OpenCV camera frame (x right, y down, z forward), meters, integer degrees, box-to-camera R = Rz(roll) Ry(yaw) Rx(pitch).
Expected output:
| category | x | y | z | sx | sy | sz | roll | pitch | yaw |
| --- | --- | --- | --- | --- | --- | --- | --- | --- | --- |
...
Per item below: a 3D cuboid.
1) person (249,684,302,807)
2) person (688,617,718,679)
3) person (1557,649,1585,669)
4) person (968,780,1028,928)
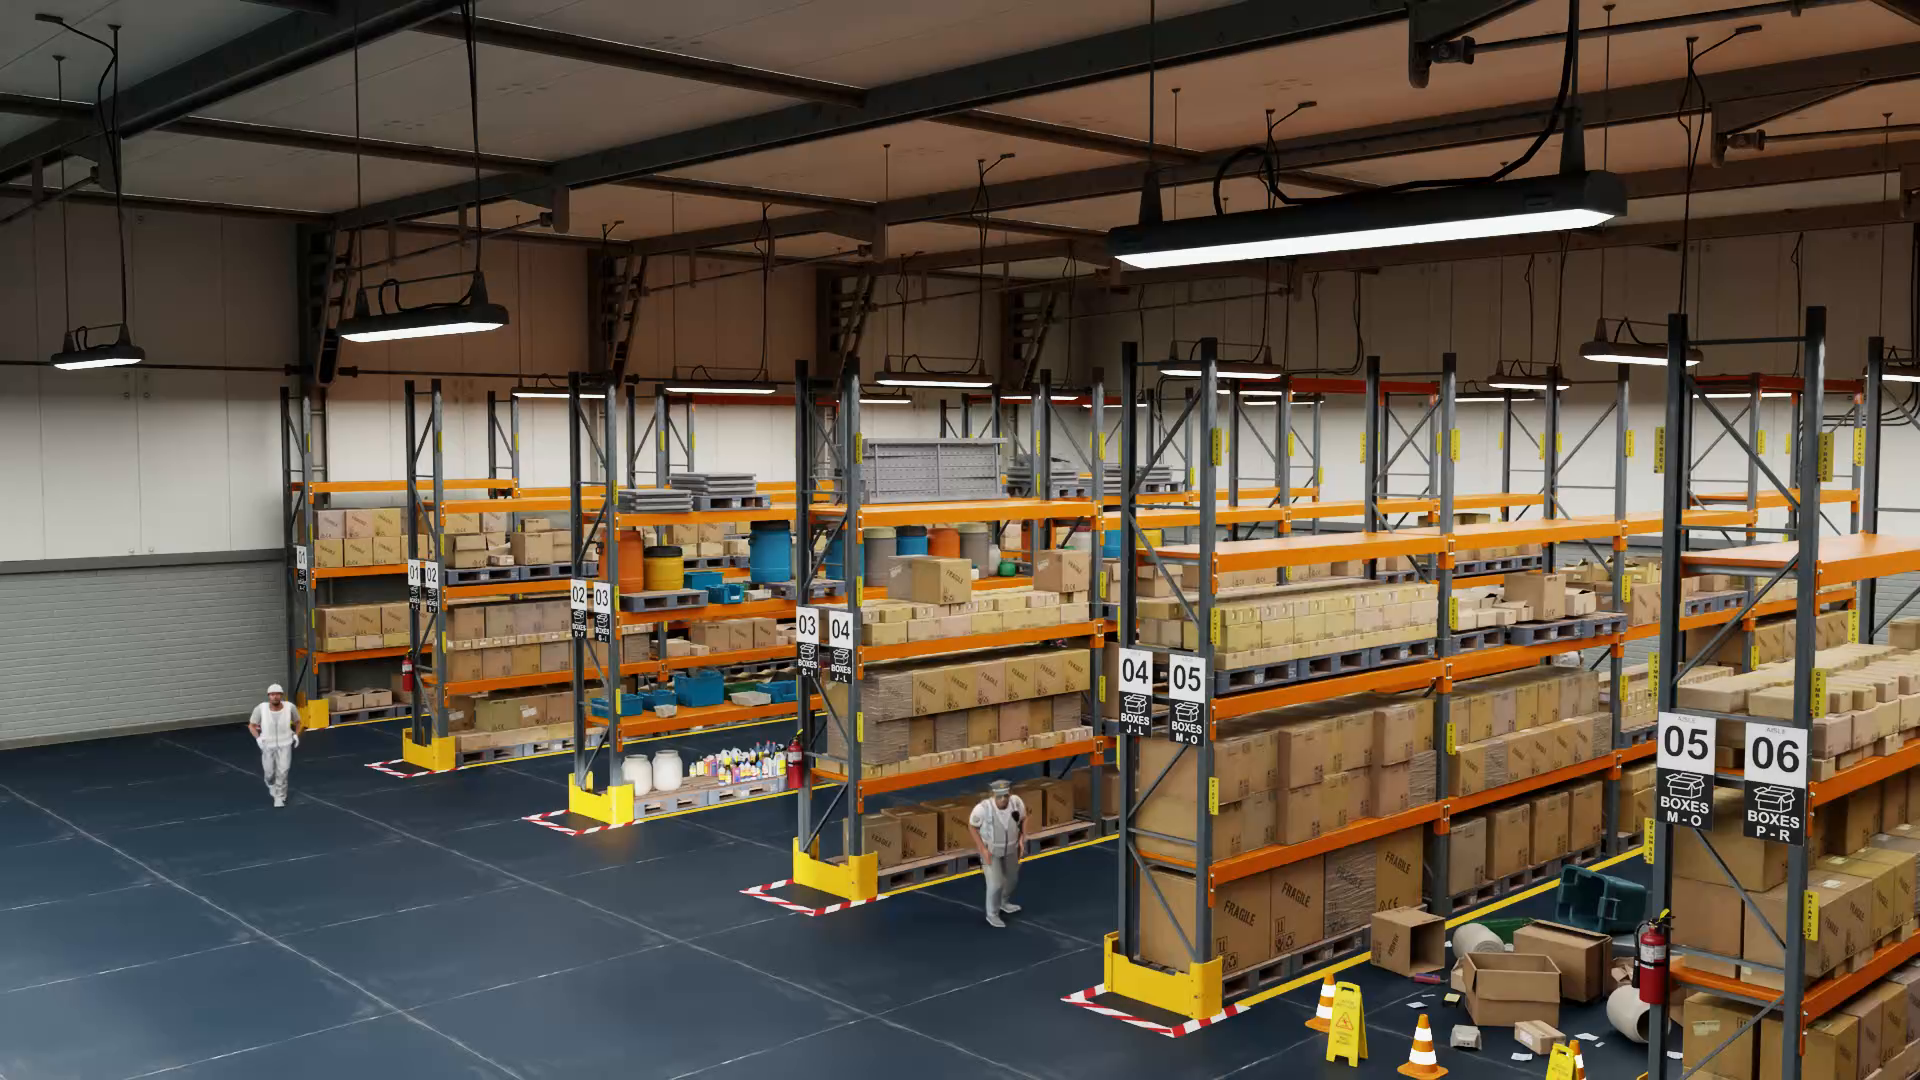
| category | x | y | z | sx | sy | sz | roll | pitch | yaw |
| --- | --- | --- | --- | --- | --- | --- | --- | --- | --- |
| person | -9.513 | 2.837 | 23.125 | 0.684 | 1.714 | 0.651 | -2 | 4 | -24 |
| person | -5.122 | 2.226 | 33.130 | 0.640 | 1.715 | 0.848 | 2 | 4 | 25 |
| person | 11.012 | 2.449 | 30.231 | 0.558 | 1.689 | 0.830 | -2 | 4 | -24 |
| person | 0.408 | 3.255 | 17.520 | 0.734 | 1.608 | 0.862 | -2 | 4 | -25 |
